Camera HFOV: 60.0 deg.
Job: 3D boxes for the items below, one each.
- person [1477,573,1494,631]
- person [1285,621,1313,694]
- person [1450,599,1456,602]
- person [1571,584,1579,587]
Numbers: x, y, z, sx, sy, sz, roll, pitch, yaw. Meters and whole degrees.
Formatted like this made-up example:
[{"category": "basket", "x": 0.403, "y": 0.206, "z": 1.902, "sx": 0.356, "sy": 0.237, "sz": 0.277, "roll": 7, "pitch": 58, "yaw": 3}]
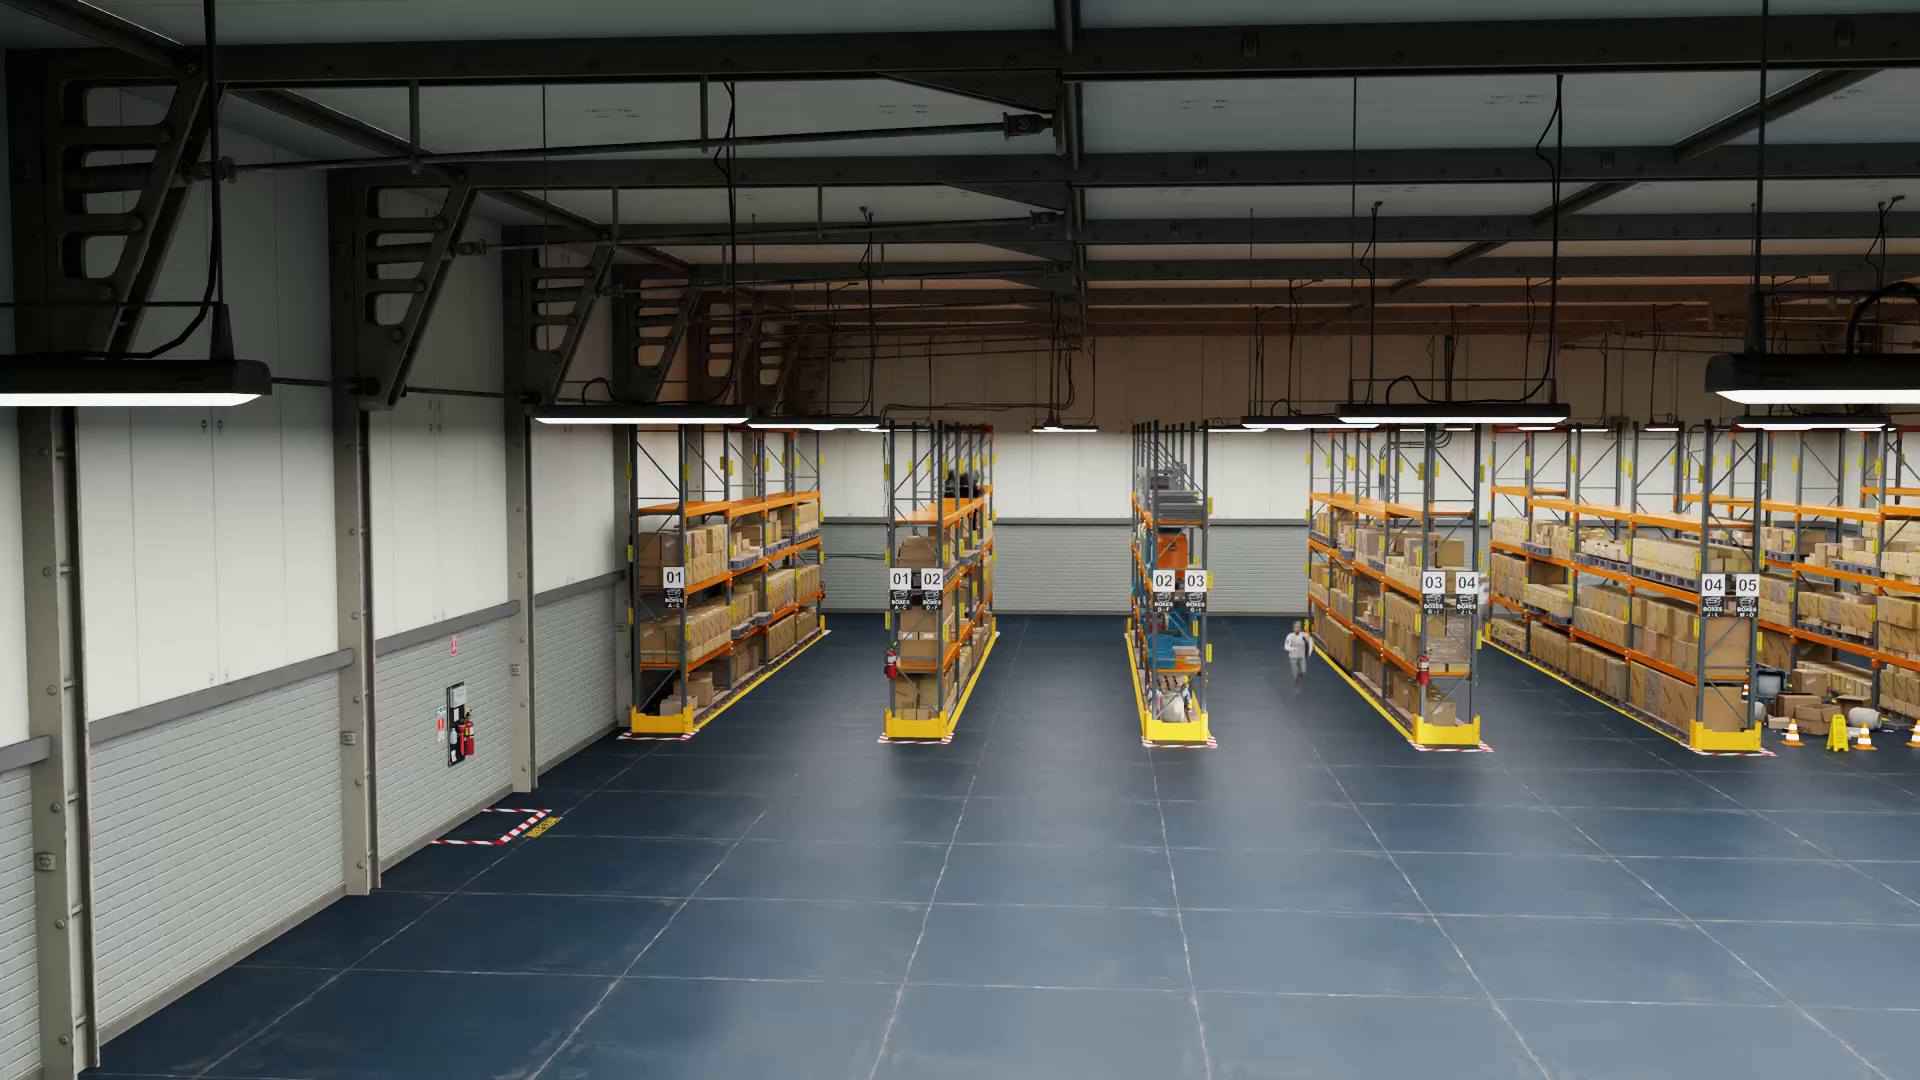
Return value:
[{"category": "person", "x": 14.831, "y": 1.832, "z": 47.170, "sx": 0.895, "sy": 1.795, "sz": 0.690, "roll": -1, "pitch": 4, "yaw": -11}, {"category": "person", "x": 7.426, "y": 2.584, "z": 36.411, "sx": 0.649, "sy": 1.638, "sz": 0.713, "roll": 0, "pitch": 4, "yaw": 3}, {"category": "person", "x": 13.516, "y": 1.965, "z": 45.382, "sx": 0.689, "sy": 1.802, "sz": 0.905, "roll": 1, "pitch": 4, "yaw": 9}, {"category": "person", "x": 16.551, "y": 1.994, "z": 44.976, "sx": 0.646, "sy": 1.752, "sz": 0.654, "roll": 0, "pitch": 4, "yaw": 6}]
